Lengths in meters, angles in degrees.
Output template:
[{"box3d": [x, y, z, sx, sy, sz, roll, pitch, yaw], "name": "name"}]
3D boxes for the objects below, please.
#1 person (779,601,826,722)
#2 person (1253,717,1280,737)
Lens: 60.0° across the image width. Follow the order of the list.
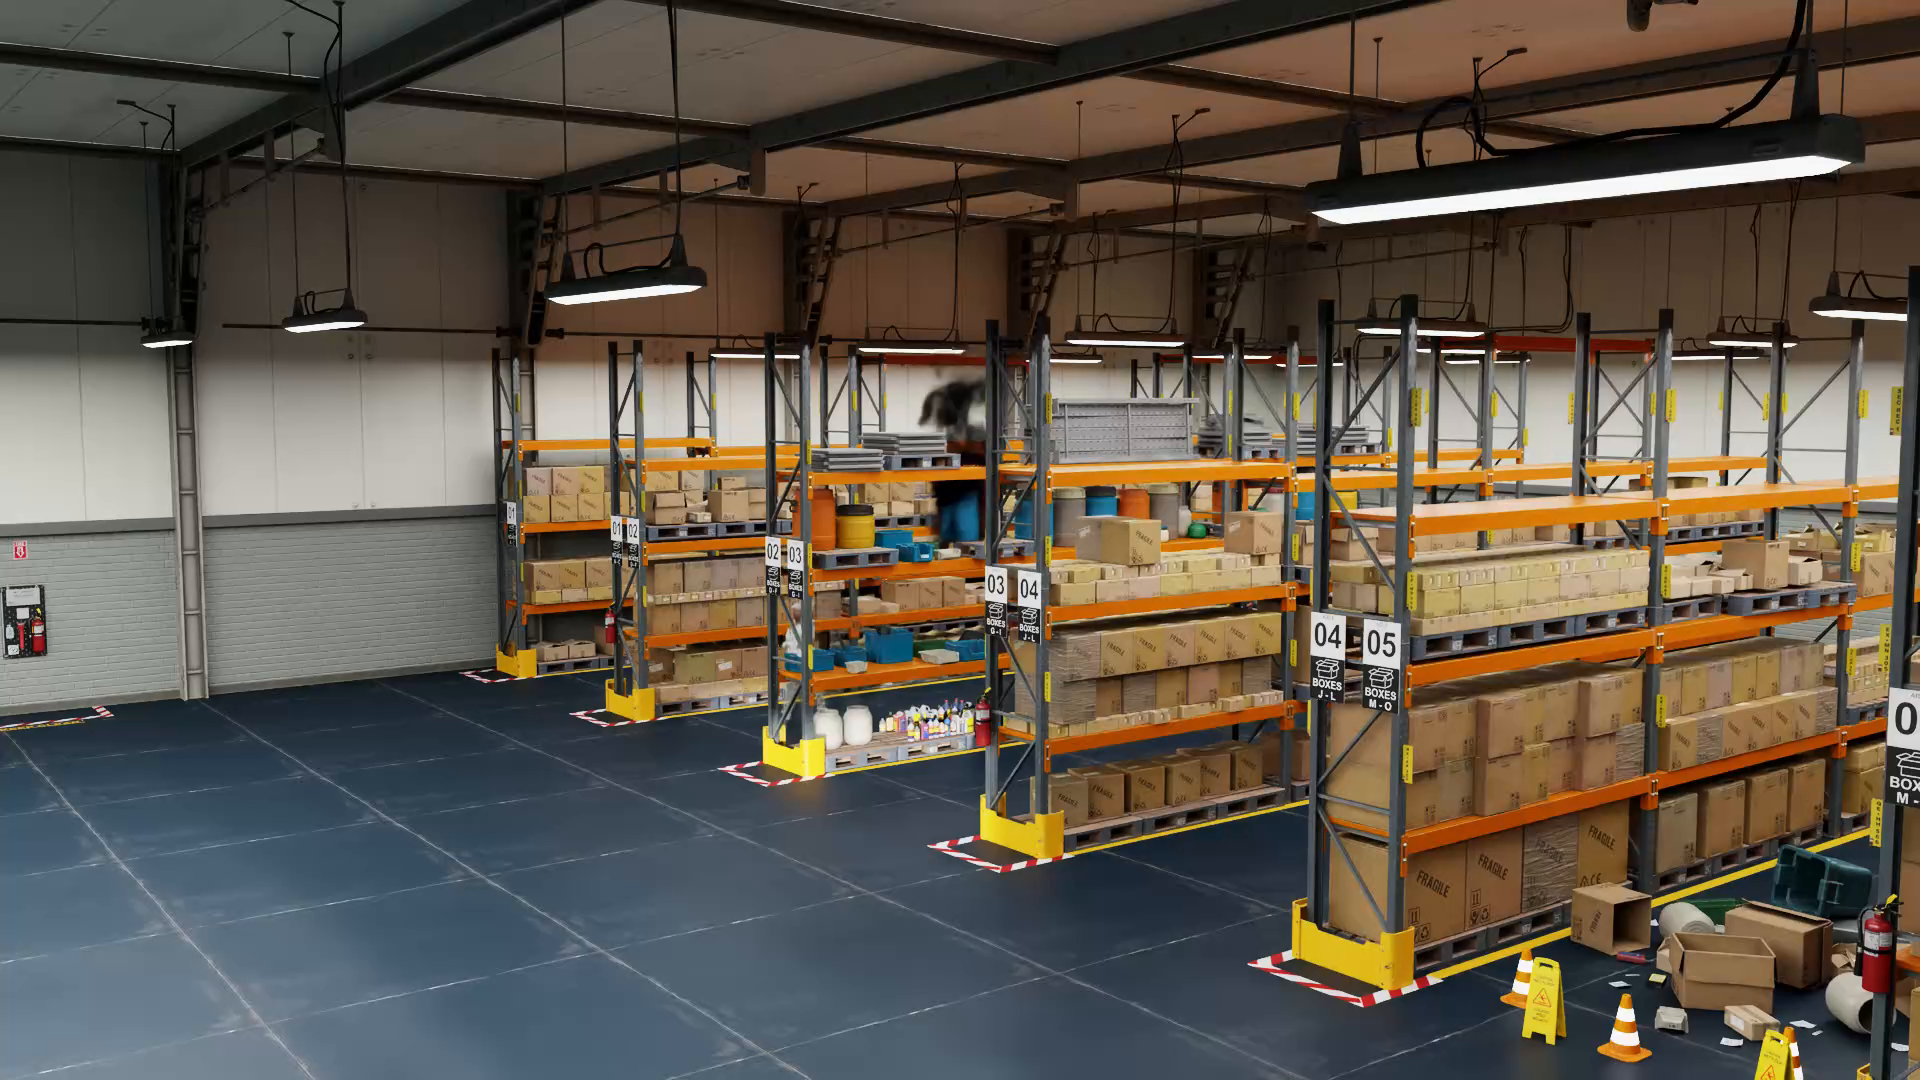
[{"box3d": [-2.378, 1.811, 24.609, 0.860, 1.840, 0.685, -4, 7, -40], "name": "person"}, {"box3d": [4.476, 2.201, 23.757, 0.903, 1.591, 0.624, -4, 6, -38], "name": "person"}]
